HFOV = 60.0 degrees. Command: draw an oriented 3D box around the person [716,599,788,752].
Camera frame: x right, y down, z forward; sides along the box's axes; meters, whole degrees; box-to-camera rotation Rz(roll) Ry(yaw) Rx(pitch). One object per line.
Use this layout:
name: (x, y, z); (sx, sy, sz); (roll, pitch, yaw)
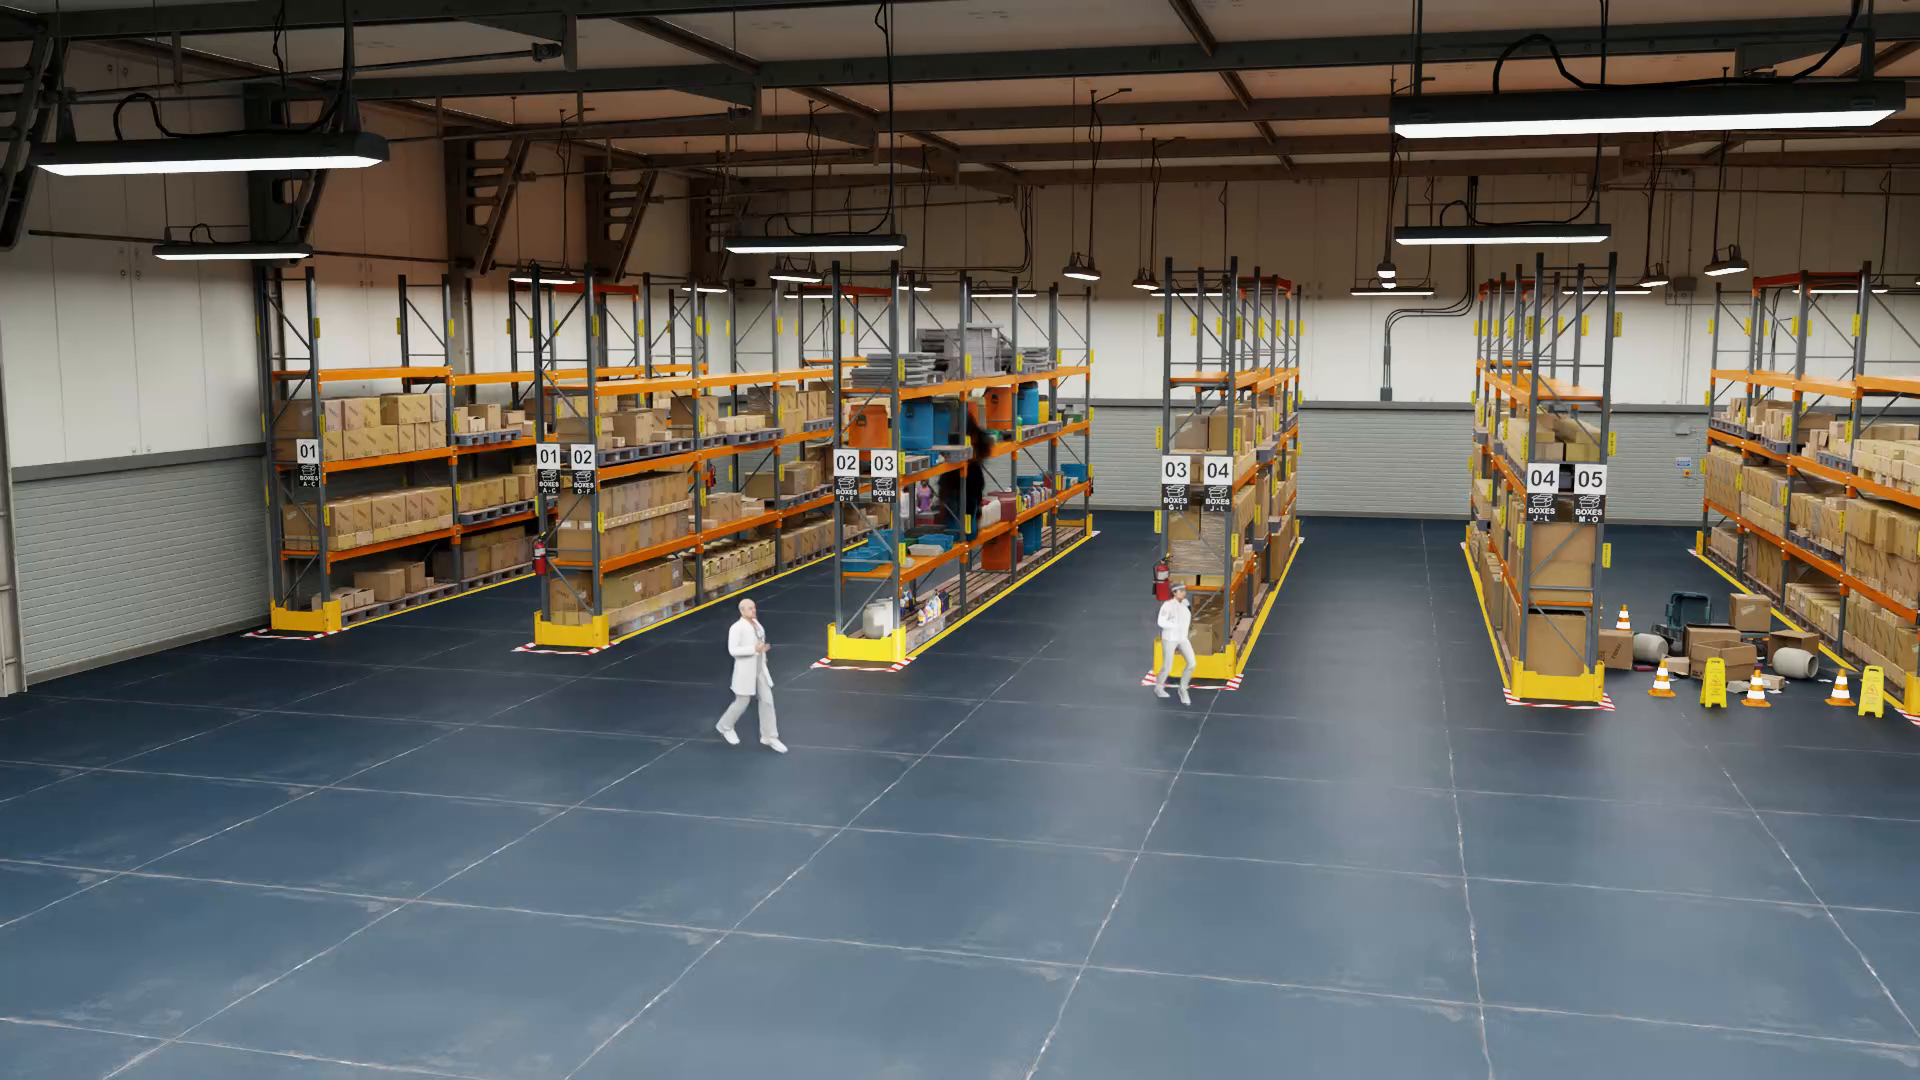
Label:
person: (-2.507, 1.593, 19.768); (0.981, 1.804, 0.698); (5, 9, 34)

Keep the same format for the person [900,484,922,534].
person: (-1.164, -0.484, 36.260); (0.644, 1.794, 0.972); (0, 7, 1)

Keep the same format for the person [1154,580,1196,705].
person: (2.893, 1.362, 22.319); (0.634, 1.704, 0.753); (-4, 8, -27)

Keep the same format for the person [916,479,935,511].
person: (-0.851, -0.691, 38.889); (0.537, 1.566, 0.503); (0, 7, 2)
